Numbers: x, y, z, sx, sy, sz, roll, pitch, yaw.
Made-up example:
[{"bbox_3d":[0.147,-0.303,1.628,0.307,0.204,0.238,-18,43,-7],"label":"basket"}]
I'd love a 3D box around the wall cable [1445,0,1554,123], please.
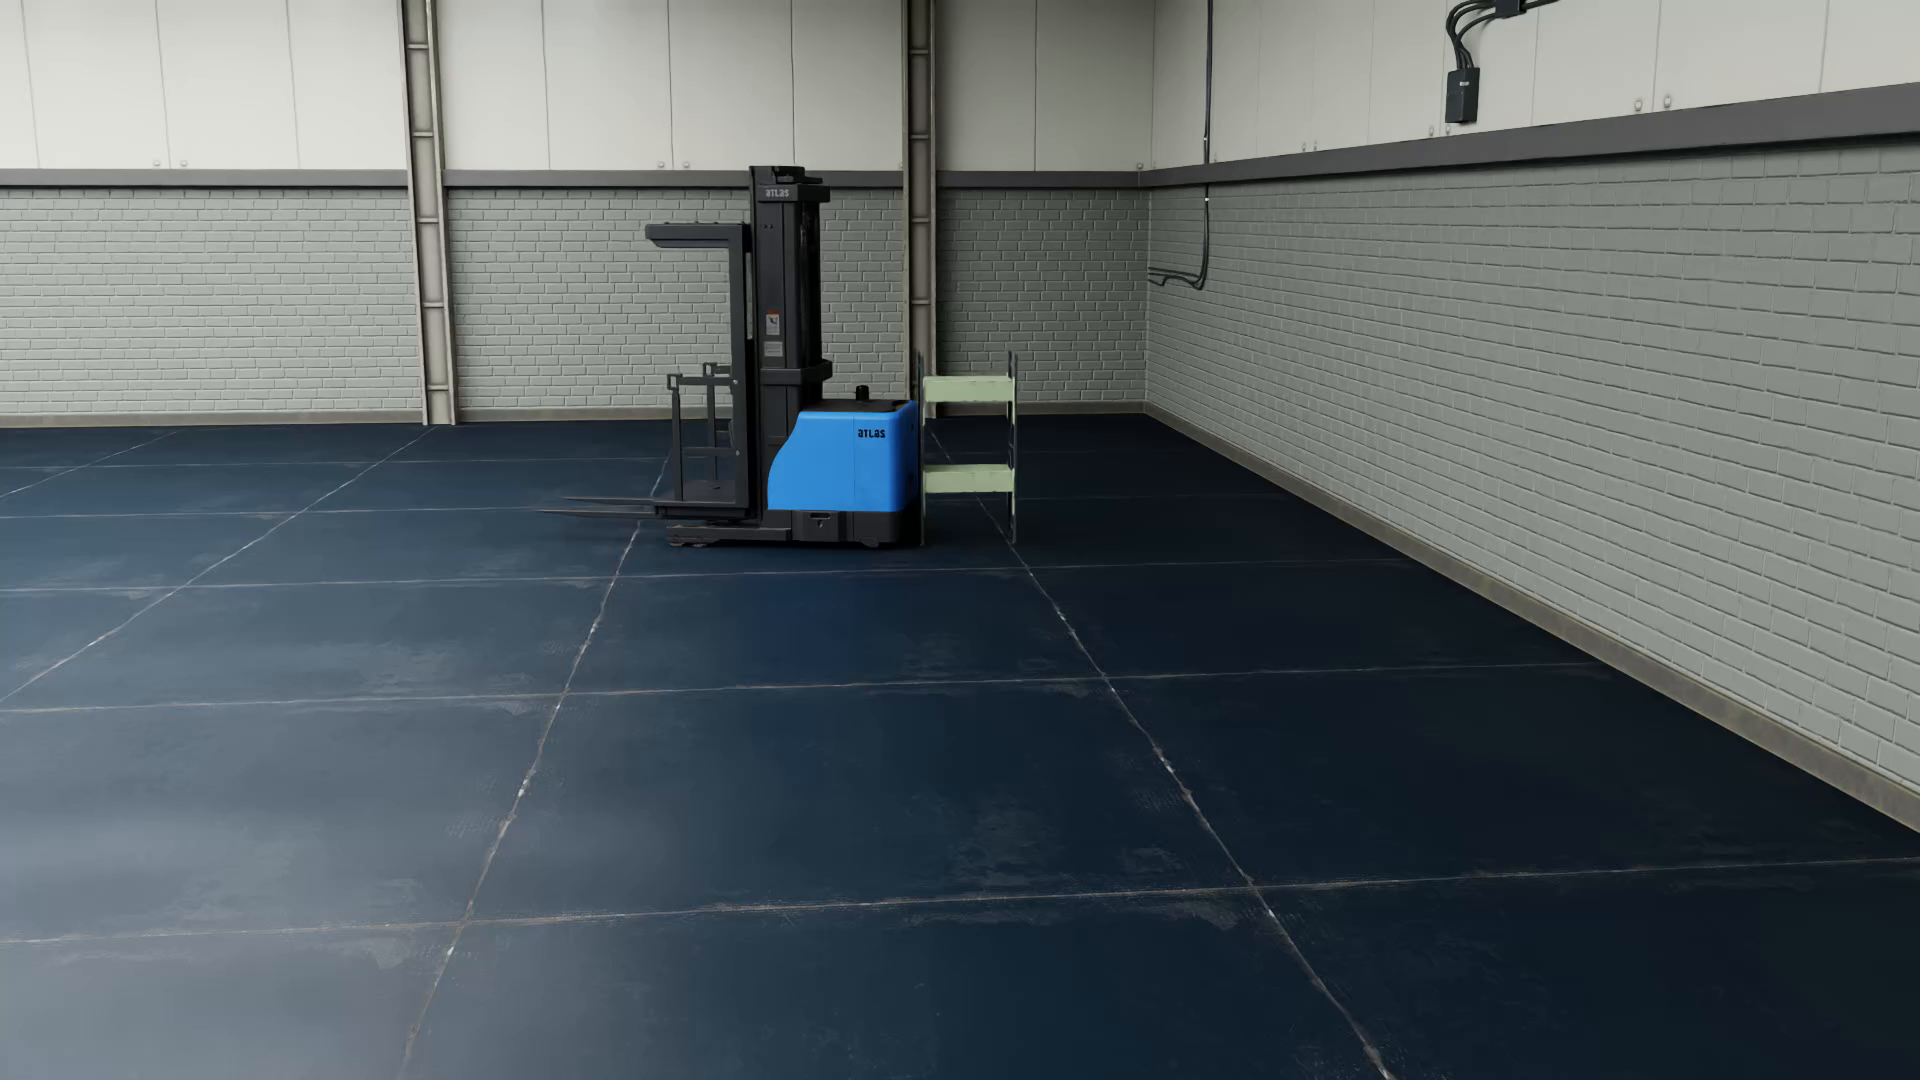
[{"bbox_3d":[3.567,-5.655,9.987,0.169,6.003,2.305,-1,11,-6],"label":"wall cable"}]

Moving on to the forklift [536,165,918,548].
[{"bbox_3d":[-1.883,-1.483,13.311,3.031,2.935,1.130,1,11,7],"label":"forklift"}]

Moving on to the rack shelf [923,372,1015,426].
[{"bbox_3d":[0.054,-1.116,13.135,0.720,0.370,0.431,-1,11,-5],"label":"rack shelf"}]

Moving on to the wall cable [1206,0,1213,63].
[{"bbox_3d":[2.850,-6.243,16.751,0.112,2.526,3.097,-1,11,-6],"label":"wall cable"}]

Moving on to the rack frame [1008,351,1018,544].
[{"bbox_3d":[0.418,-0.740,13.243,0.023,1.500,0.400,-1,11,-5],"label":"rack frame"}]

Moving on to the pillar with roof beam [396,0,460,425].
[{"bbox_3d":[-6.014,-5.049,15.720,0.400,9.000,9.100,-1,11,-6],"label":"pillar with roof beam"}]

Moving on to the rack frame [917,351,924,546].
[{"bbox_3d":[-0.311,-0.727,13.179,0.023,1.500,0.400,-1,11,-5],"label":"rack frame"}]

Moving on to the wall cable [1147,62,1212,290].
[{"bbox_3d":[2.558,-4.283,19.877,0.112,2.526,3.097,-1,11,-6],"label":"wall cable"}]

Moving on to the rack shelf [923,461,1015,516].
[{"bbox_3d":[0.054,-0.414,13.274,0.720,0.370,0.431,-1,11,-5],"label":"rack shelf"}]

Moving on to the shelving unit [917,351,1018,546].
[{"bbox_3d":[0.054,-0.733,13.211,0.755,1.500,0.431,-1,11,-5],"label":"shelving unit"}]

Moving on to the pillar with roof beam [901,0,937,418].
[{"bbox_3d":[-0.049,-5.174,16.356,0.400,9.000,9.100,-1,11,-6],"label":"pillar with roof beam"}]
